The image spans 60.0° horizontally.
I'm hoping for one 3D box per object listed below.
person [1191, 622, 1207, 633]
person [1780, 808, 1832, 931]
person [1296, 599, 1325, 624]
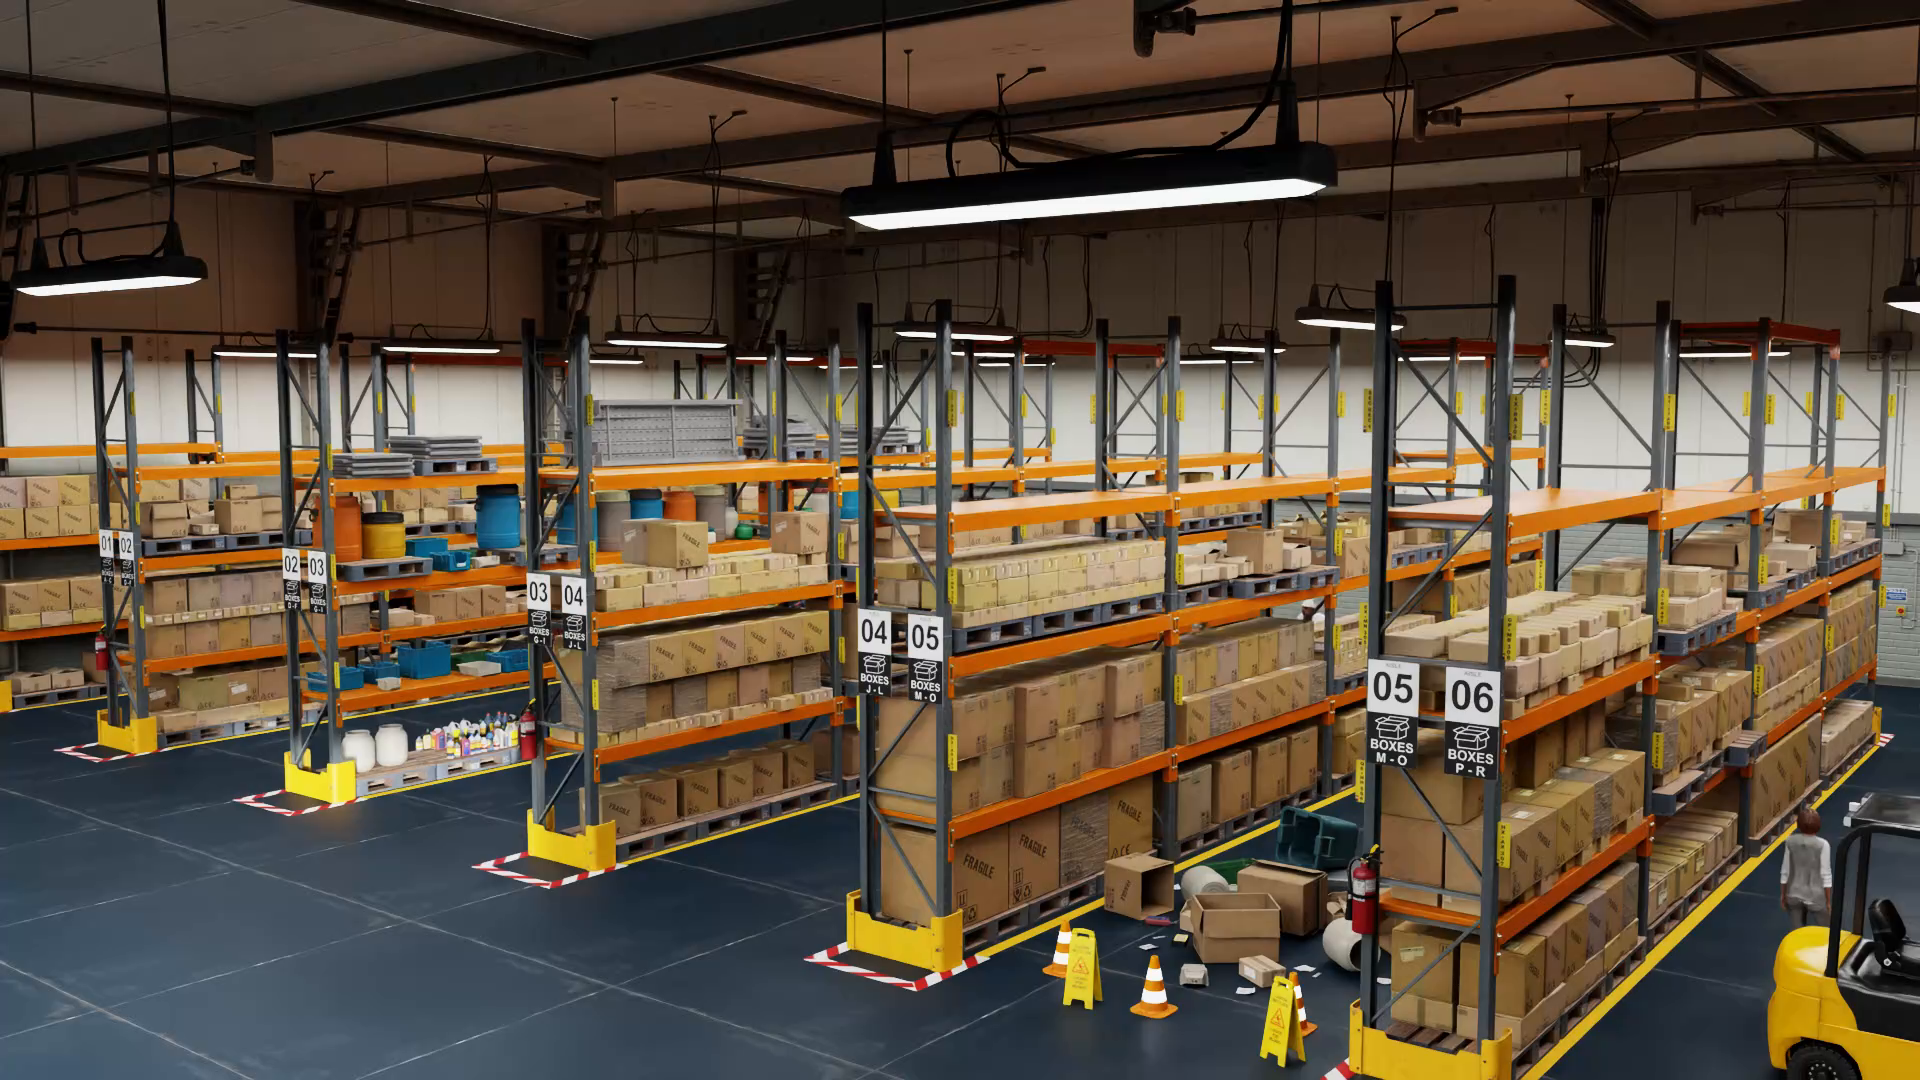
[{"bbox_3d":[3.704,2.054,26.263,0.542,1.623,1.056,3,6,34],"label":"person"},{"bbox_3d":[7.307,3.120,14.386,0.438,1.596,0.441,5,7,44],"label":"person"},{"bbox_3d":[6.117,1.834,28.726,0.688,1.669,0.737,-5,7,-45],"label":"person"}]
